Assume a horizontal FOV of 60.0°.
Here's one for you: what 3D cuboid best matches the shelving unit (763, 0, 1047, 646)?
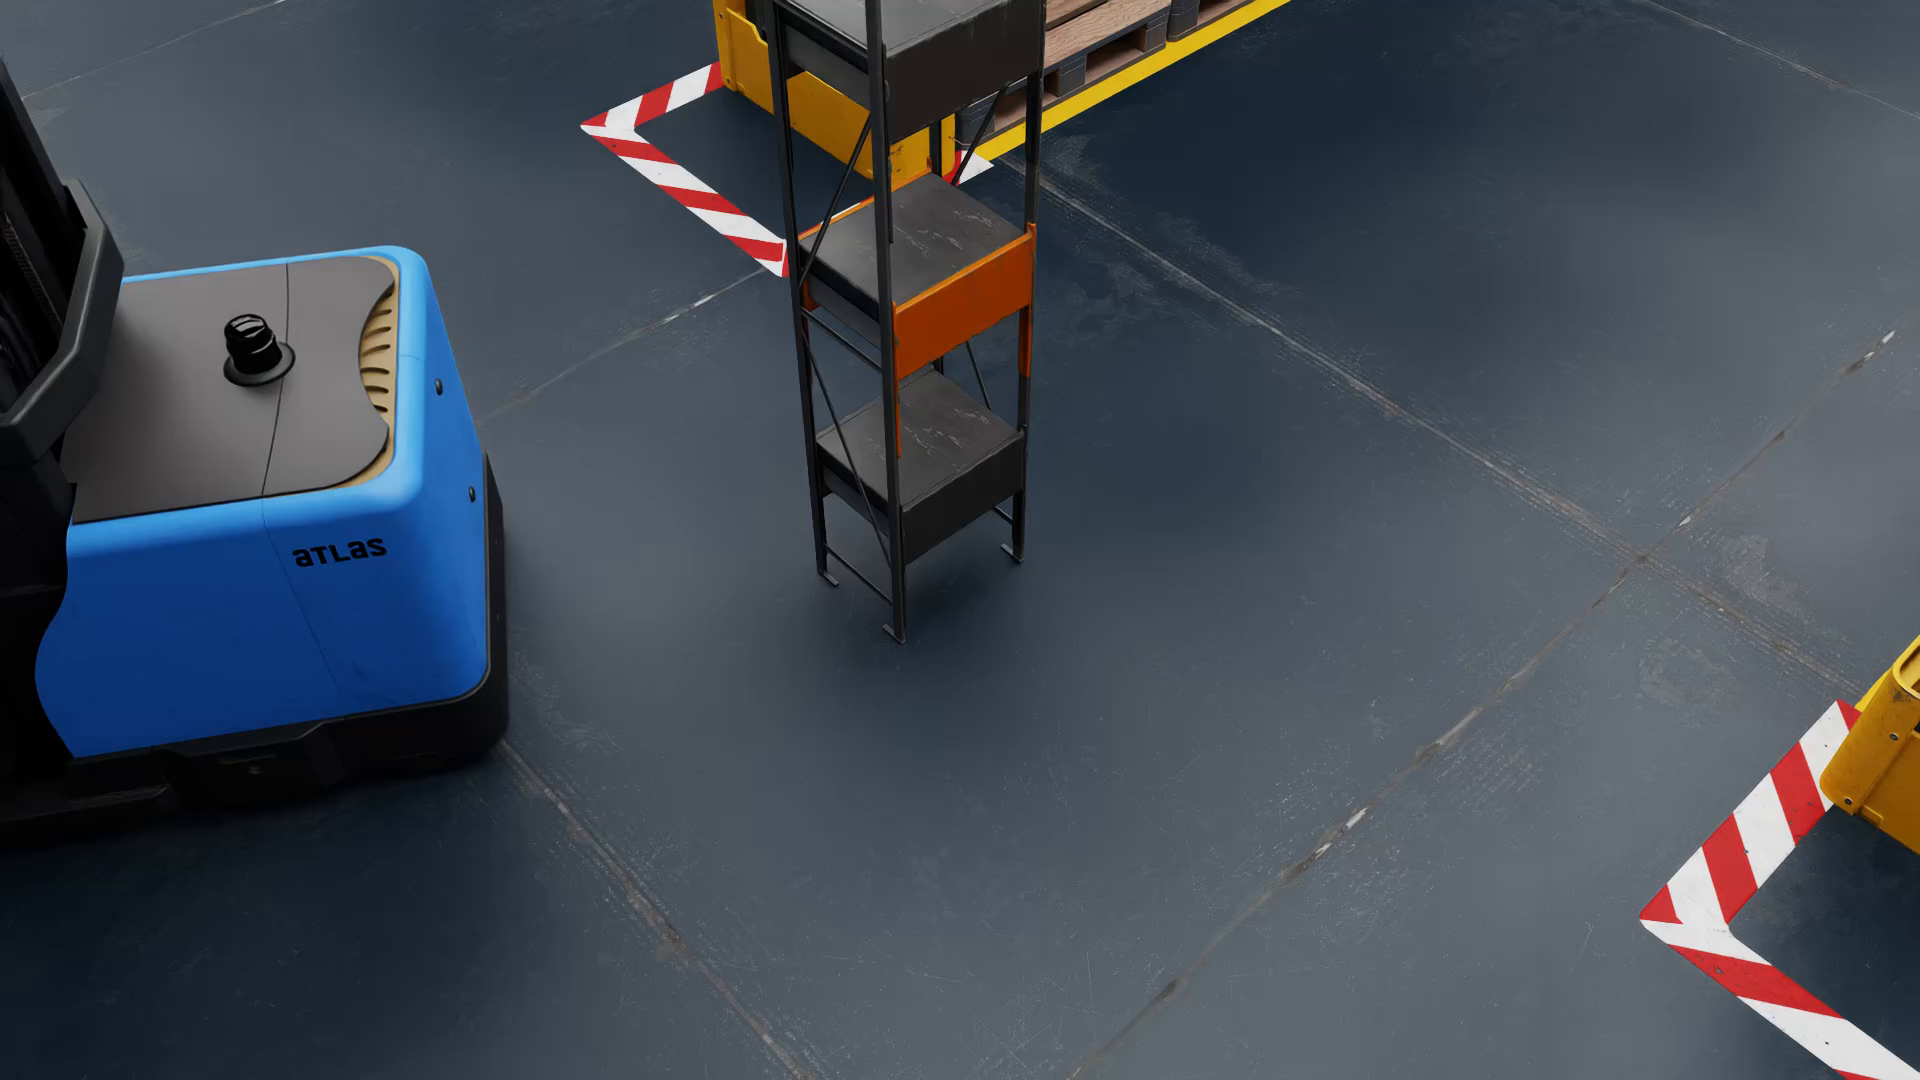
[{"bbox_3d":[-0.122,-0.630,4.403,0.503,2.100,0.431,-34,56,-27],"label":"shelving unit"}]

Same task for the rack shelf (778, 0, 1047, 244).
[{"bbox_3d":[-0.122,-1.096,3.898,0.480,0.518,0.431,-34,56,-27],"label":"rack shelf"}]

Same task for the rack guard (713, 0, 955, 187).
[{"bbox_3d":[-0.514,-1.889,6.653,0.348,0.500,1.175,-34,56,-27],"label":"rack guard"}]

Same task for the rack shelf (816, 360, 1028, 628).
[{"bbox_3d":[-0.122,-0.146,4.927,0.480,0.518,0.431,-34,56,-27],"label":"rack shelf"}]

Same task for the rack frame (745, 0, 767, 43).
[{"bbox_3d":[-0.505,-2.755,5.751,0.127,3.000,1.000,-34,56,-27],"label":"rack frame"}]

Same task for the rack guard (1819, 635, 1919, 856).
[{"bbox_3d":[2.880,0.750,4.218,0.348,0.500,1.175,-34,56,-27],"label":"rack guard"}]

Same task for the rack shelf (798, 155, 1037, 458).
[{"bbox_3d":[-0.122,-0.621,4.413,0.480,0.518,0.431,-34,56,-27],"label":"rack shelf"}]

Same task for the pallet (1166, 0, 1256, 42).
[{"bbox_3d":[1.033,-2.797,7.687,1.213,0.211,1.003,-34,56,-27],"label":"pallet"}]

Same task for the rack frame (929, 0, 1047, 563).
[{"bbox_3d":[0.058,-0.751,4.514,0.015,2.100,0.400,-34,56,-27],"label":"rack frame"}]

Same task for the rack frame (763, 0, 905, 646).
[{"bbox_3d":[-0.303,-0.510,4.291,0.015,2.100,0.400,-34,56,-27],"label":"rack frame"}]

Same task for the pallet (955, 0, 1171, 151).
[{"bbox_3d":[0.131,-2.196,7.133,1.213,0.211,1.003,-34,56,-27],"label":"pallet"}]

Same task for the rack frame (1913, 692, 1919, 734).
[{"bbox_3d":[2.824,-0.060,3.264,0.127,3.000,1.000,-34,56,-27],"label":"rack frame"}]

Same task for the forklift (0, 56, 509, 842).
[{"bbox_3d":[-2.841,-0.517,3.733,3.031,2.935,1.130,-9,48,-8],"label":"forklift"}]
